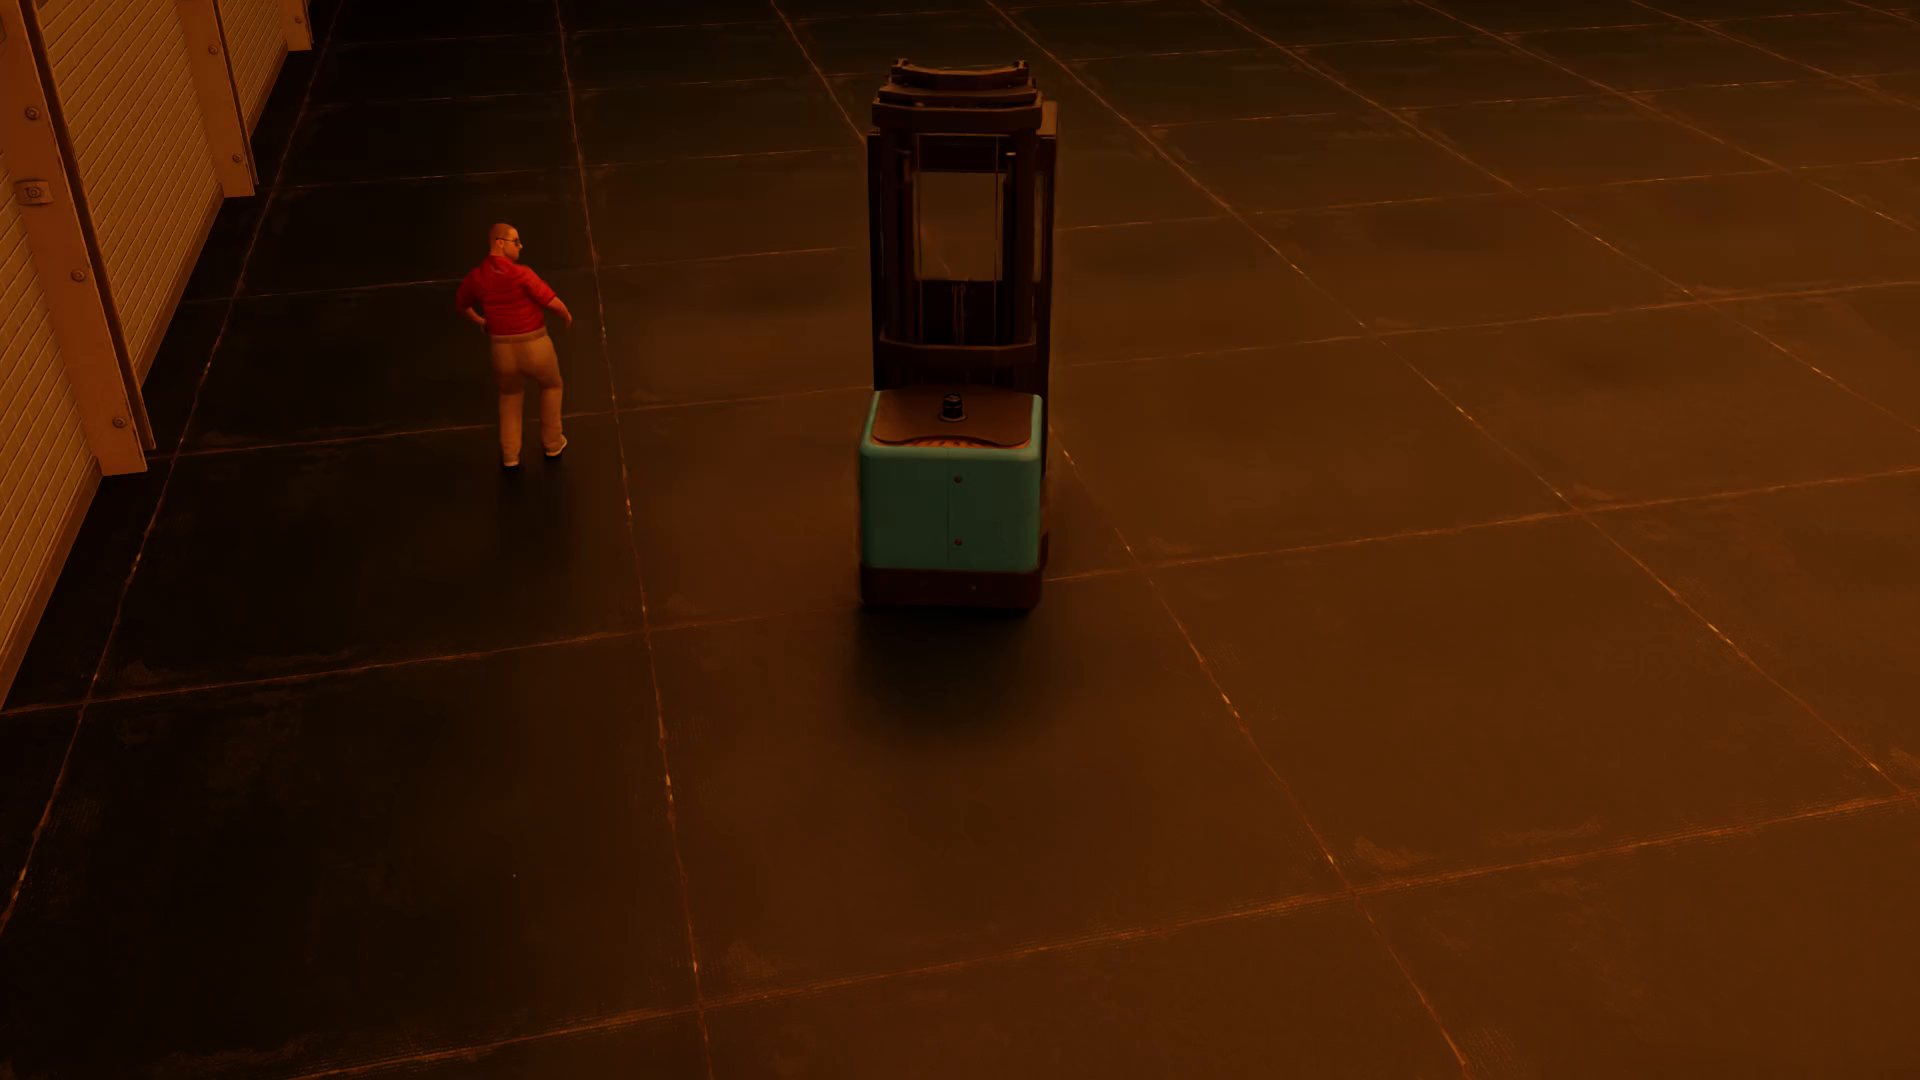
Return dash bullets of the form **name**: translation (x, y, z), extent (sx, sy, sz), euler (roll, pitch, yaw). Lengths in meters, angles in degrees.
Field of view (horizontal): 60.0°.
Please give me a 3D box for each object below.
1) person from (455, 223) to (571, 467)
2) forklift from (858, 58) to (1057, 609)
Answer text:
- **person**: translation (-2.954, -1.309, 11.130), extent (0.775, 1.680, 0.572), euler (3, 30, 5)
- **forklift**: translation (0.024, -1.577, 10.299), extent (1.130, 2.935, 3.031), euler (2, 30, 3)
